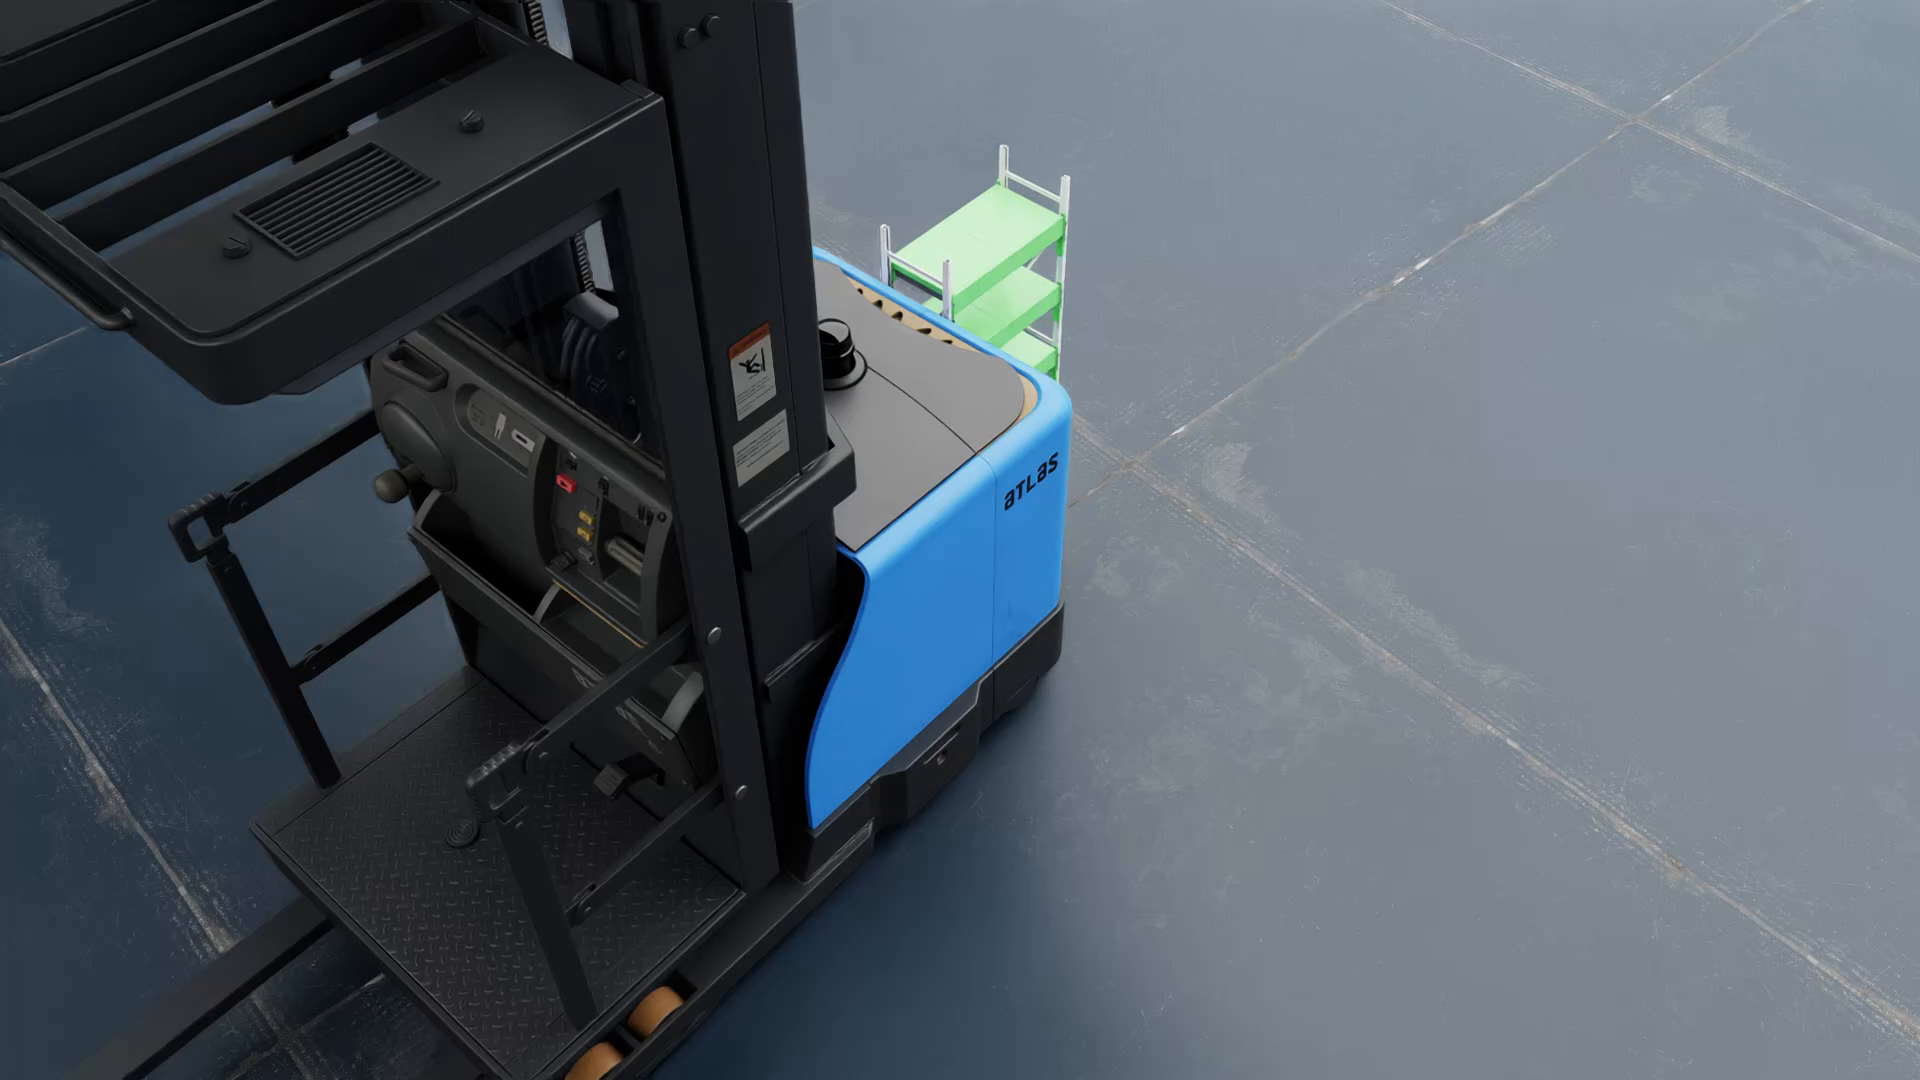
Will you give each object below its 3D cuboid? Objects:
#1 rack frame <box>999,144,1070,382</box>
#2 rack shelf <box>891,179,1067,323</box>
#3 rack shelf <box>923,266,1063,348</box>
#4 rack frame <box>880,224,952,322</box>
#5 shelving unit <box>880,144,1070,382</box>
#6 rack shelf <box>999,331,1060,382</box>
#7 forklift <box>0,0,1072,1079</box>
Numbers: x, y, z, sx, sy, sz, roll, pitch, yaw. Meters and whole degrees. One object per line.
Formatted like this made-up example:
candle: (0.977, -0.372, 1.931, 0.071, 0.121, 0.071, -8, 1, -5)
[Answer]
rack frame: (0.205, -0.635, 5.020, 0.240, 1.200, 0.015, 33, 55, 26)
rack shelf: (0.045, -0.782, 4.589, 0.258, 0.148, 0.480, 33, 55, 26)
rack shelf: (0.045, -0.619, 4.765, 0.258, 0.148, 0.480, 33, 55, 26)
rack frame: (-0.115, -0.365, 4.770, 0.240, 1.200, 0.015, 33, 55, 26)
shelving unit: (0.045, -0.500, 4.895, 0.258, 1.200, 0.503, 33, 55, 26)
rack shelf: (0.045, -0.456, 4.942, 0.258, 0.148, 0.480, 33, 55, 26)
forklift: (-1.050, -0.053, 3.305, 1.130, 2.935, 3.031, 33, 55, 26)
